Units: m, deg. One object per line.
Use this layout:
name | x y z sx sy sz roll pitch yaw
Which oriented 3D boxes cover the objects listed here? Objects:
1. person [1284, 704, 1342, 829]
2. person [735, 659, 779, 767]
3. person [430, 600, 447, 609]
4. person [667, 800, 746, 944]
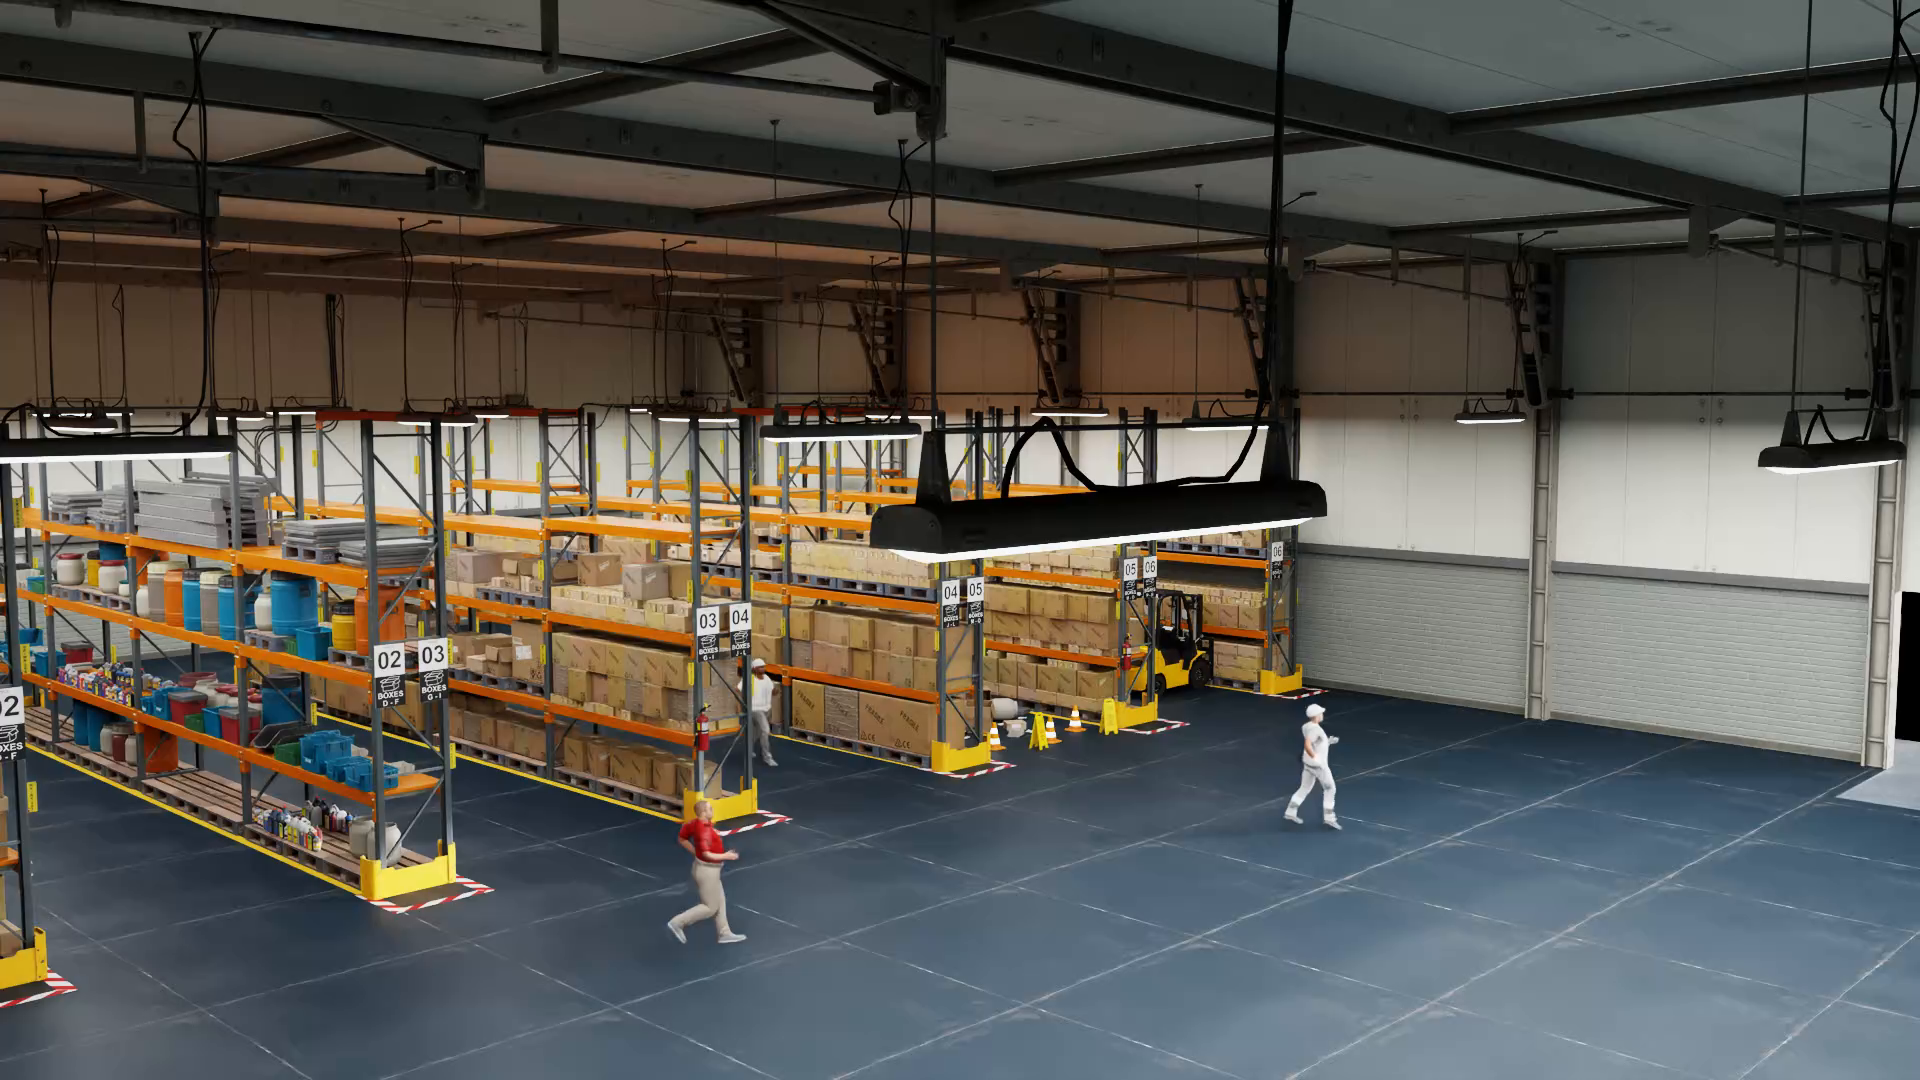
person | 5.132 3.292 24.090 0.837 1.838 0.649 -1 5 -13
person | -3.421 2.918 28.392 0.879 1.803 0.682 3 6 31
person | -12.585 1.941 39.920 0.776 1.773 0.711 4 7 40
person | -2.898 3.795 18.910 0.945 1.695 0.665 -2 6 -24
